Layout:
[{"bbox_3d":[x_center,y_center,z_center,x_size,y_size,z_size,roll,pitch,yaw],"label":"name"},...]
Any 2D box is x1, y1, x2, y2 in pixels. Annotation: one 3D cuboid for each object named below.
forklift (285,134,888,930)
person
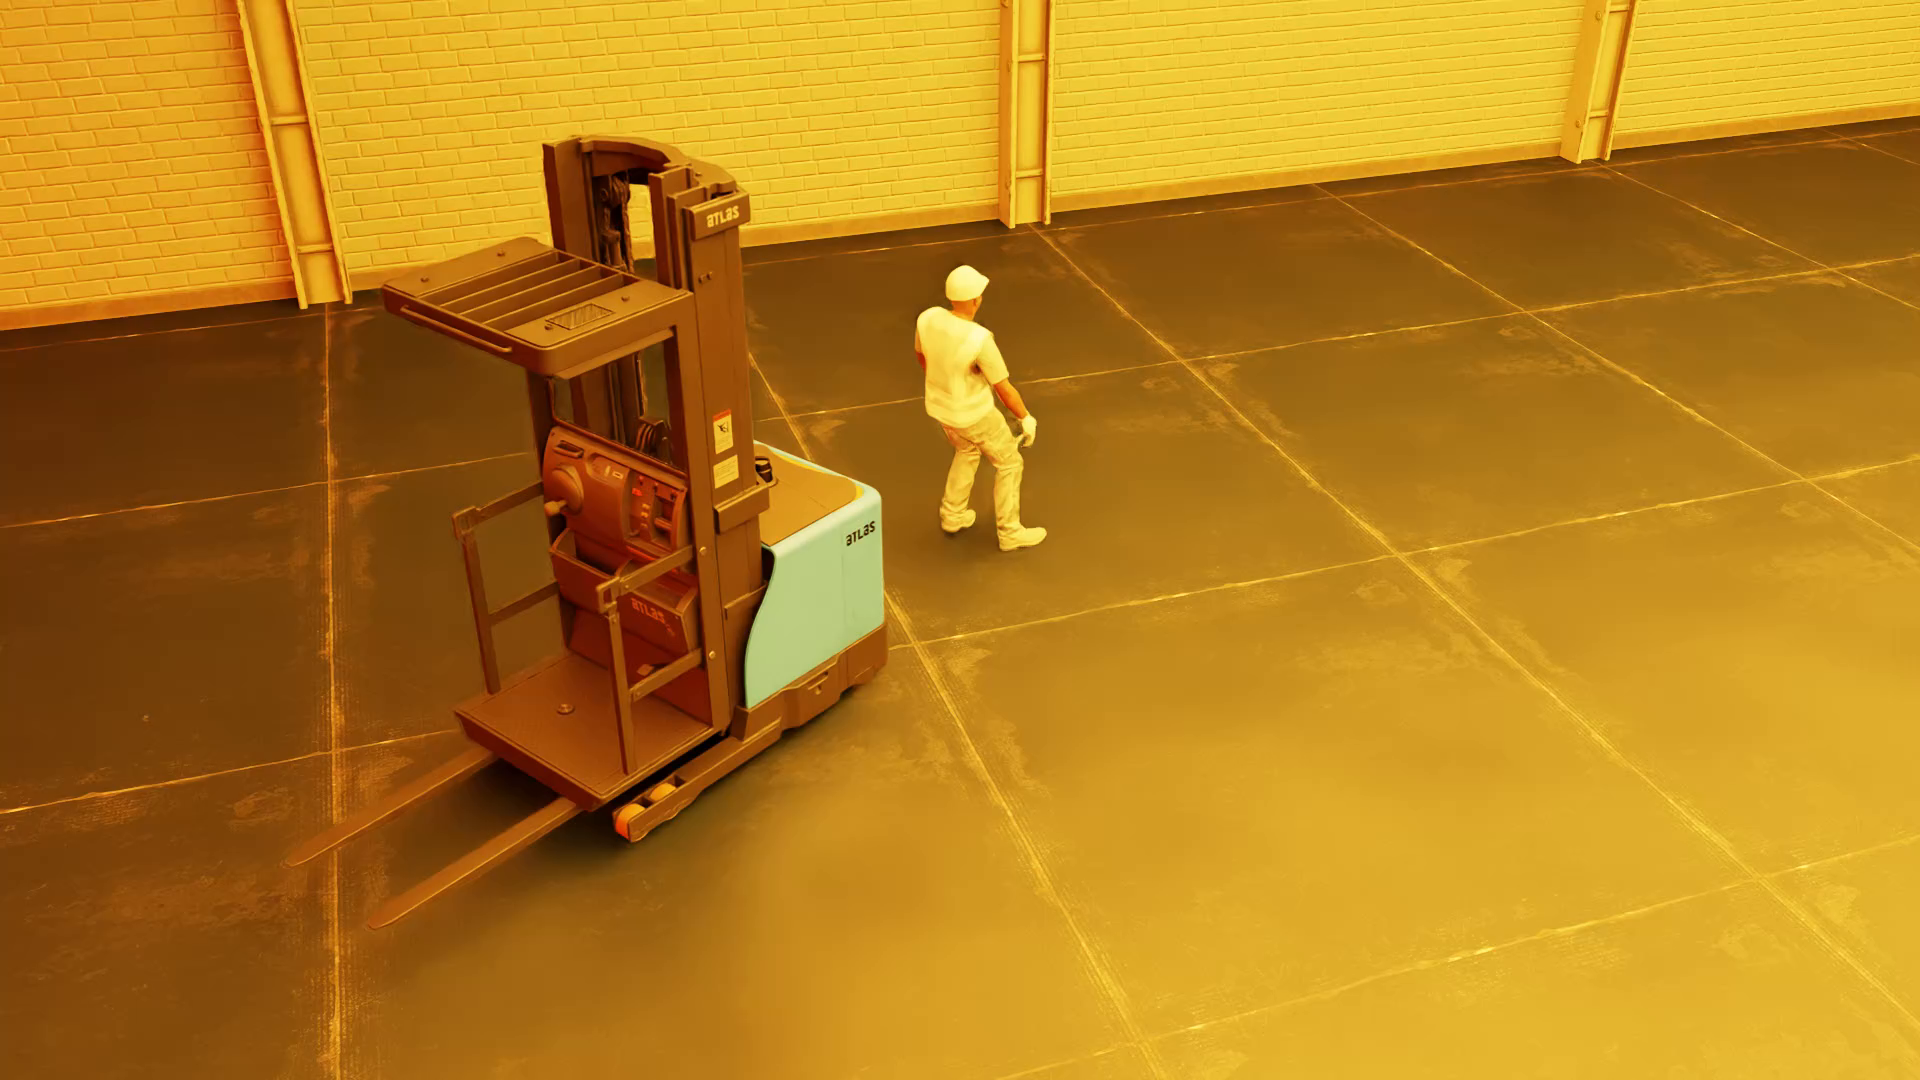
[{"bbox_3d":[-1.700,-0.172,7.387,1.130,2.935,3.031,22,37,33],"label":"forklift"},{"bbox_3d":[0.099,-0.785,9.667,0.523,1.727,0.773,-26,39,-38],"label":"person"}]
